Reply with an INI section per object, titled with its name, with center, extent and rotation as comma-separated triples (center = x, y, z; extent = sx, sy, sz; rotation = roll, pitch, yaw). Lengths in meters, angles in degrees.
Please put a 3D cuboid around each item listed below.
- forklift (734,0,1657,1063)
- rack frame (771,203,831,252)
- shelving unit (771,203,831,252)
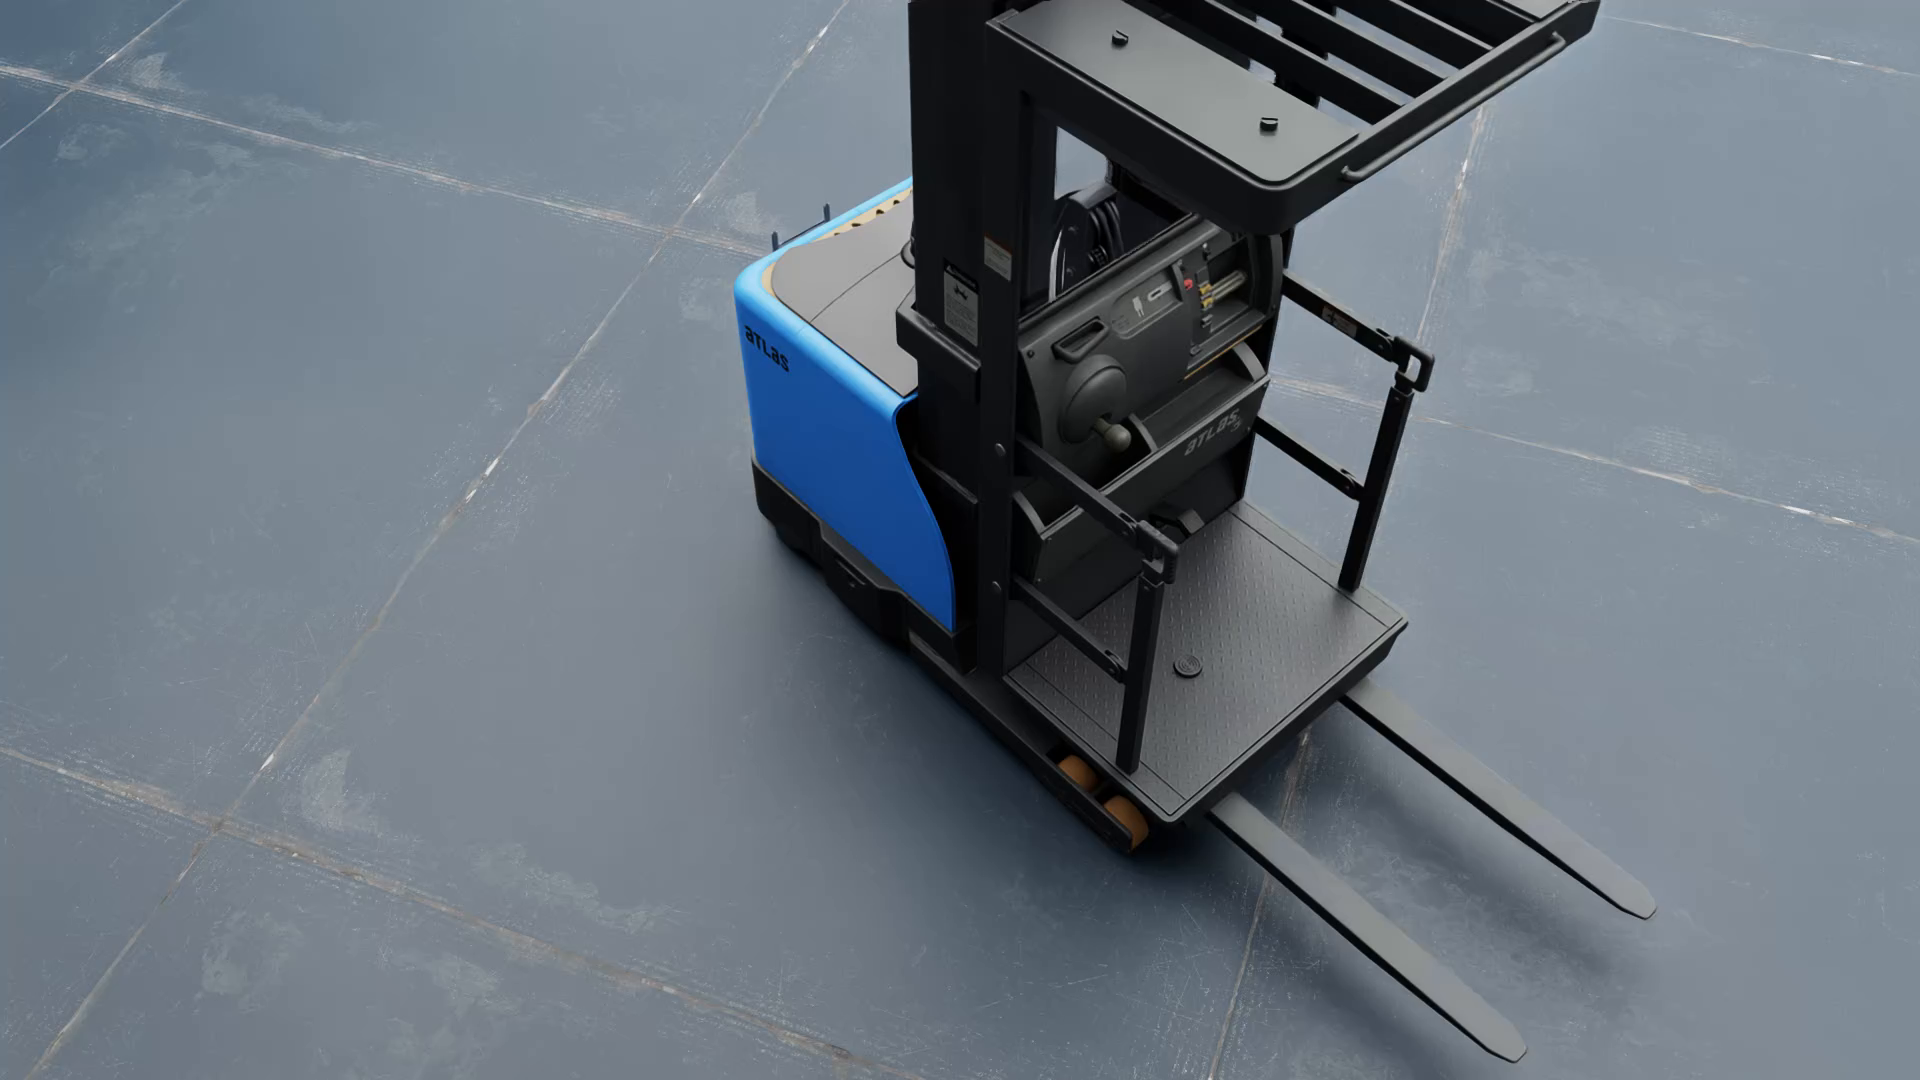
[forklift]
center = 0.659, -0.480, 4.226
extent = 1.130, 2.935, 3.031
rotation = -35, 57, -26
[rack frame]
center = -0.525, -0.765, 5.818
extent = 0.240, 0.900, 0.006
rotation = -35, 57, -26
[shelving unit]
center = -0.457, -0.709, 5.769
extent = 0.258, 0.900, 0.210
rotation = -35, 57, -26
